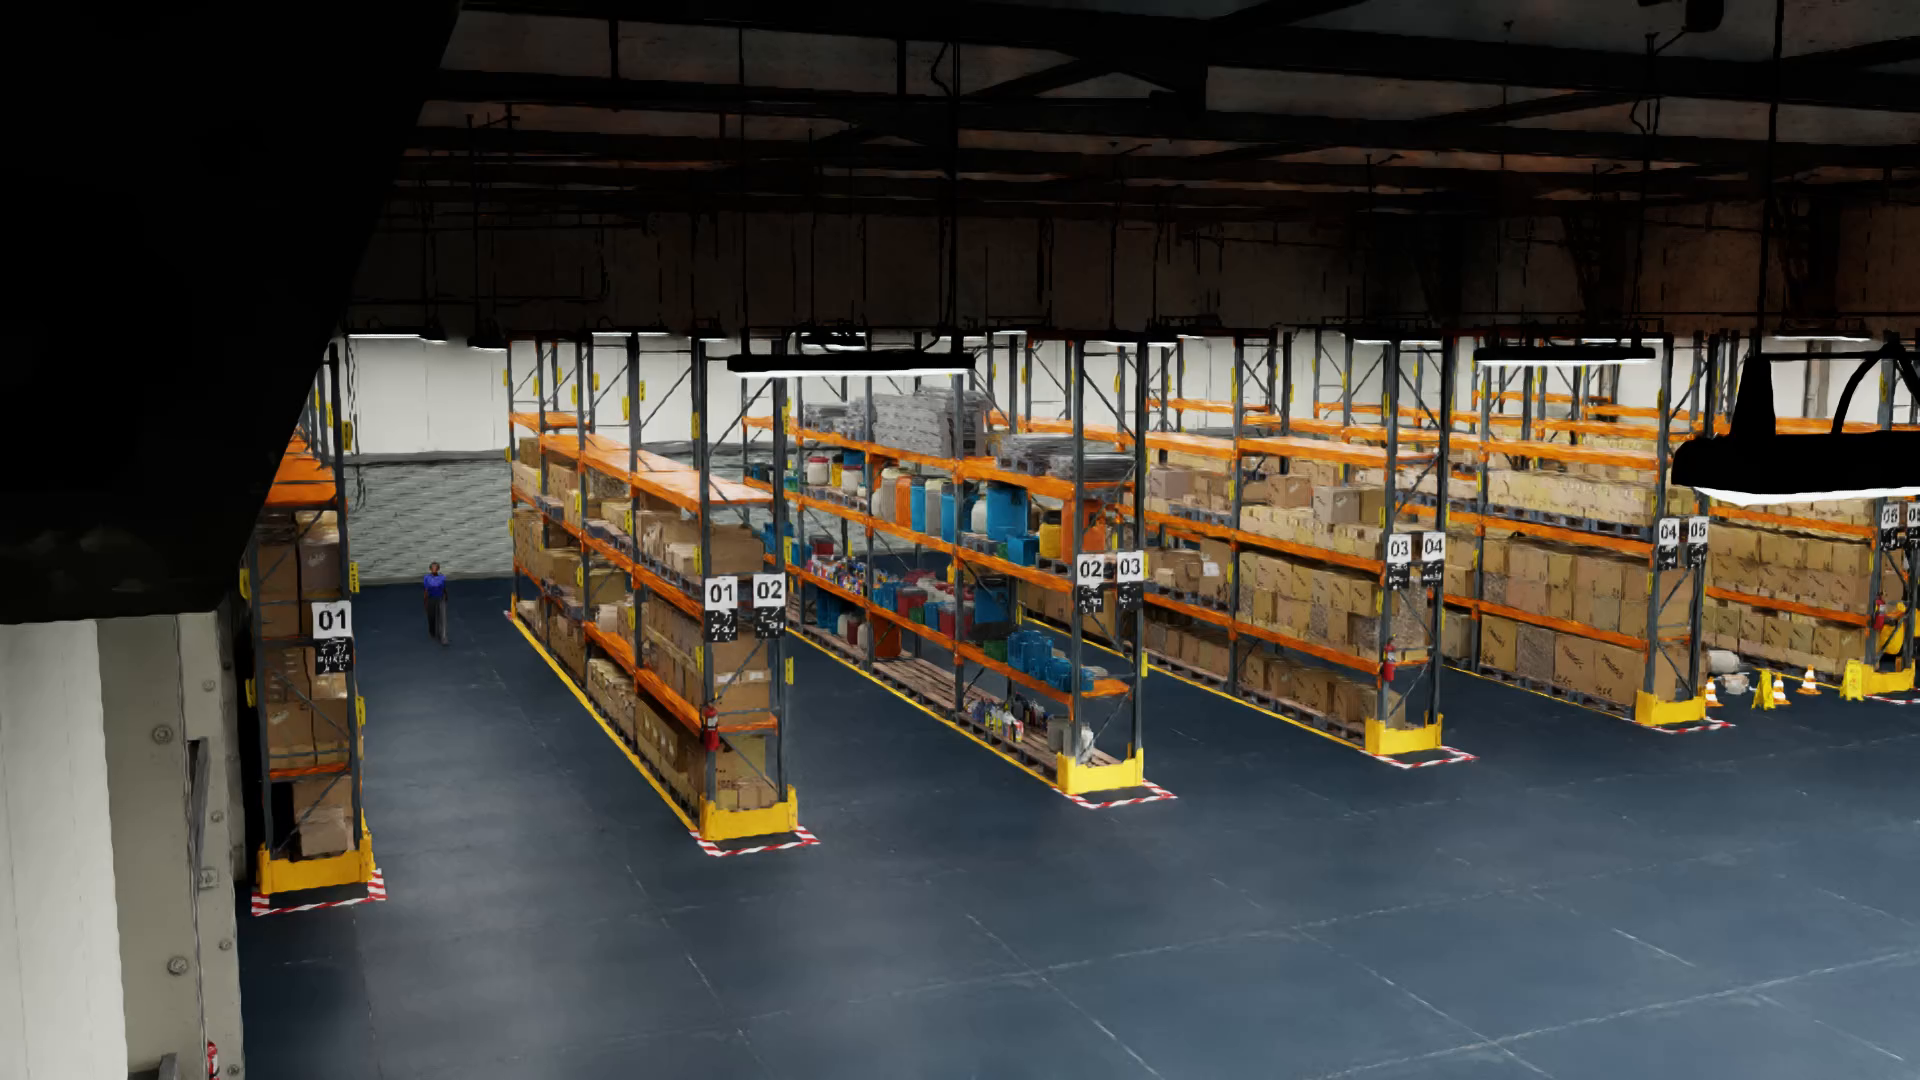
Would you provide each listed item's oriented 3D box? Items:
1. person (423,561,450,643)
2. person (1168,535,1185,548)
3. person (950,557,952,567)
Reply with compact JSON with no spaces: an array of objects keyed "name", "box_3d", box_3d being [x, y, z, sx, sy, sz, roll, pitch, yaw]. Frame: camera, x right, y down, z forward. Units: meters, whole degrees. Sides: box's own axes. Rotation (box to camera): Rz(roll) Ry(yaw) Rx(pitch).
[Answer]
[{"name":"person","box_3d":[-10.125,1.177,32.086,0.447,1.574,1.088,-3,8,-21]},{"name":"person","box_3d":[5.657,-0.422,43.570,0.651,1.655,0.489,6,10,36]},{"name":"person","box_3d":[0.111,-0.002,40.773,0.608,1.583,0.790,-7,11,-43]}]
